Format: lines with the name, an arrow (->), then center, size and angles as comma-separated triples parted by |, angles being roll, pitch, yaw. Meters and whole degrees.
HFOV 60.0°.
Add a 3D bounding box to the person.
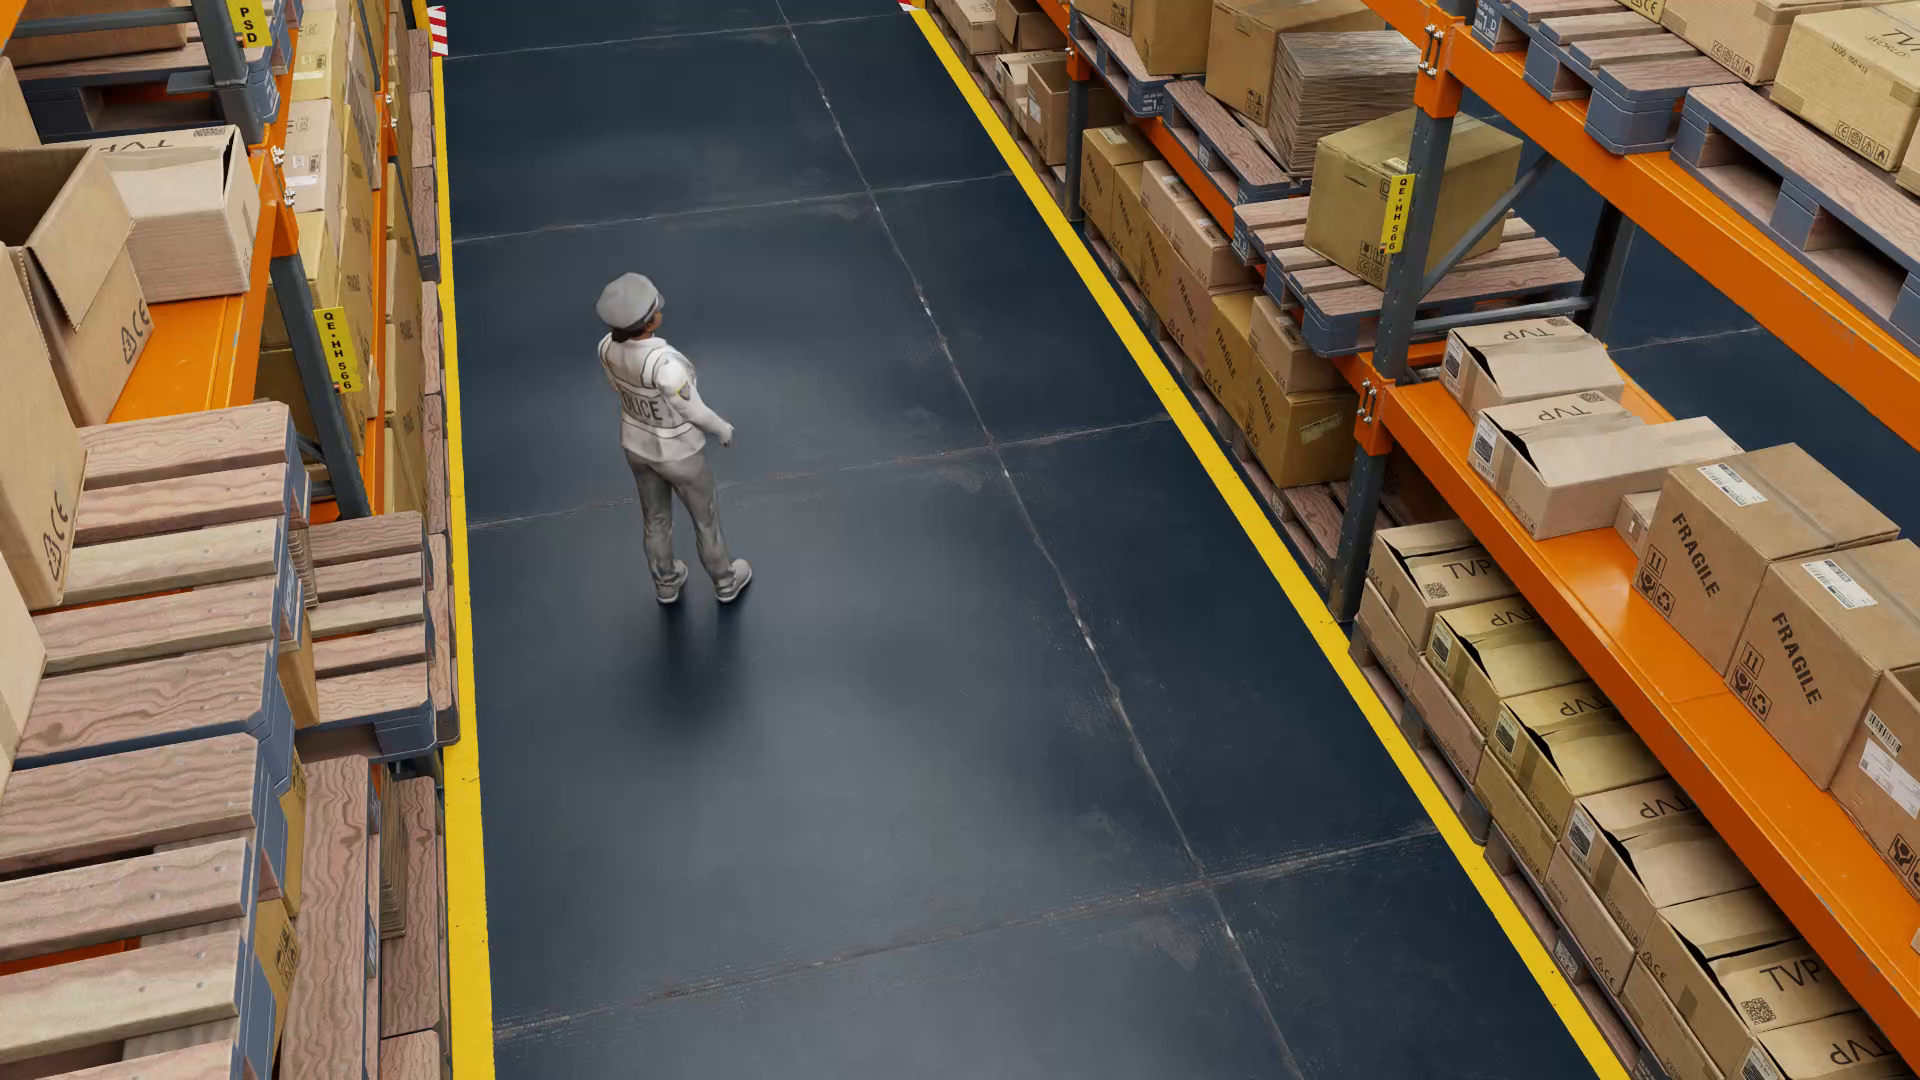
person -> -1.261, -0.435, 7.217 | 0.494, 1.699, 0.530 | 21, 43, 24
